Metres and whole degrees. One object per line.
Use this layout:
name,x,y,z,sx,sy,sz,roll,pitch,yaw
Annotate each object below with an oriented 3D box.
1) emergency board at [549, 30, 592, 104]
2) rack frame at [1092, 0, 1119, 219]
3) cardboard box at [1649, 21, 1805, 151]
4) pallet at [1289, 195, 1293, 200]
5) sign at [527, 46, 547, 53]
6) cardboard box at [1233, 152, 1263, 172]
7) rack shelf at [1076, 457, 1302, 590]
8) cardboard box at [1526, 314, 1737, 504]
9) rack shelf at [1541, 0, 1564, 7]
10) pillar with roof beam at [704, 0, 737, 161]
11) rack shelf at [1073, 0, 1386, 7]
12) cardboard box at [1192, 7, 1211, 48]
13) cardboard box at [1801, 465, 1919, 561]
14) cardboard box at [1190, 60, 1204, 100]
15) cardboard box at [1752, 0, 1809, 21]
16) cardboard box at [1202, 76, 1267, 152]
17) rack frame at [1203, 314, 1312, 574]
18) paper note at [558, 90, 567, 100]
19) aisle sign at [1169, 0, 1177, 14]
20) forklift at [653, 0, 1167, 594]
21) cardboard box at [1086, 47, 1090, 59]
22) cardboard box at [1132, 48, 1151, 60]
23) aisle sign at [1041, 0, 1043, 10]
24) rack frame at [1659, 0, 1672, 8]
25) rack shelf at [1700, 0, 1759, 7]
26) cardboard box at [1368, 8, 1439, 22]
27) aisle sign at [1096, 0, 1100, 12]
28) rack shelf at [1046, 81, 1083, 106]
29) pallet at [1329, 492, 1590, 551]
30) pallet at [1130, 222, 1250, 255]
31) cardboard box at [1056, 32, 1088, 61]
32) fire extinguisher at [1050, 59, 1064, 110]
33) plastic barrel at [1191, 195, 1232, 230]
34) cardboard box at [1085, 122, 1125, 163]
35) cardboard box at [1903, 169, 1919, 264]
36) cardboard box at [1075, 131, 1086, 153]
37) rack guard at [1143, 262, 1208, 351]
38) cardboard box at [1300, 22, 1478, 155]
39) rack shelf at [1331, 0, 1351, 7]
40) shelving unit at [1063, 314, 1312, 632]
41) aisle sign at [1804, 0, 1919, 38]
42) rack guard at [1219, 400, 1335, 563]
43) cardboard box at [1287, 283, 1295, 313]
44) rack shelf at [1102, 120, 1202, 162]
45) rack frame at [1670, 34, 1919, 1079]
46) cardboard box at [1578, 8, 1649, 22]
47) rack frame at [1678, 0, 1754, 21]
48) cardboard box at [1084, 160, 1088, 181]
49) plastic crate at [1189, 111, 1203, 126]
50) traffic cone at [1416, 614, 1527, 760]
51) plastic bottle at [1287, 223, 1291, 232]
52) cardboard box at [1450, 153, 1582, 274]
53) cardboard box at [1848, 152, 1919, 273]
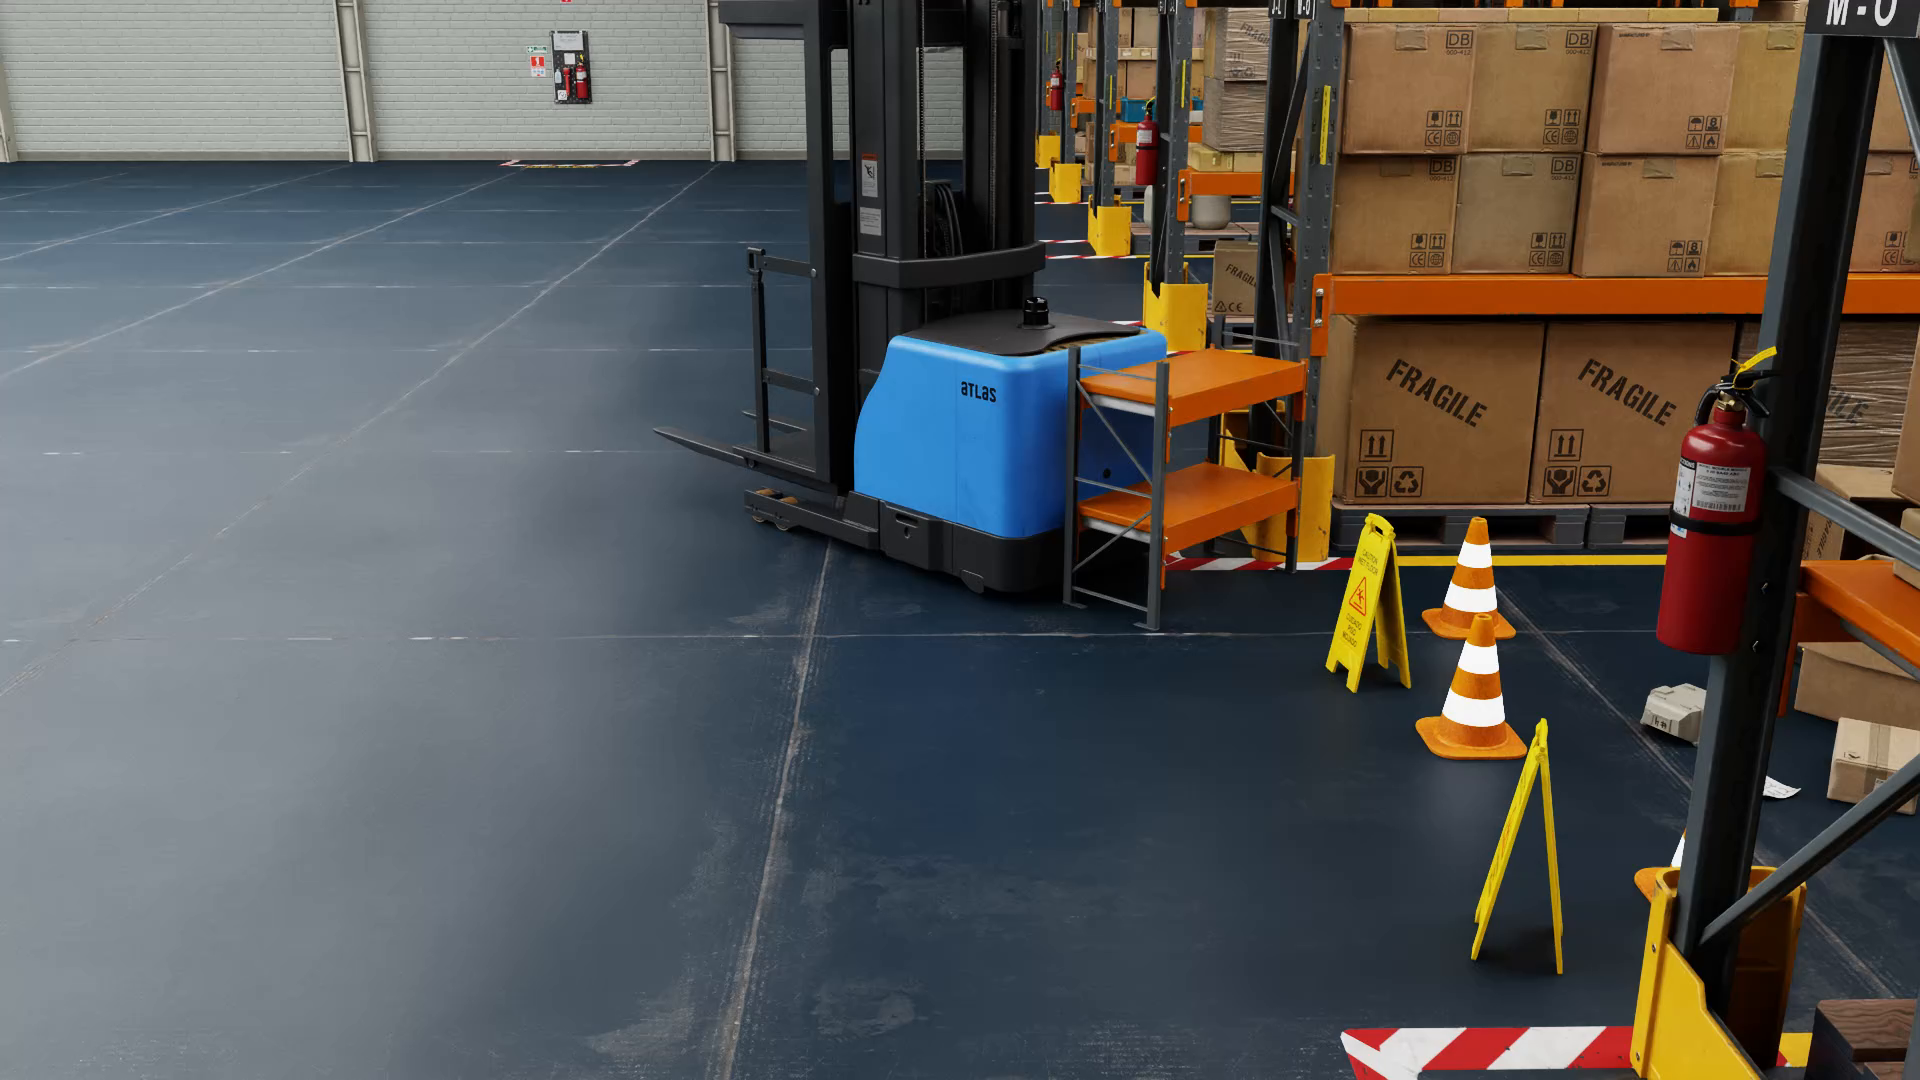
emergency board,-6.431,-7.796,27.438,0.643,1.169,0.194,0,18,-1
rack frame,1.510,-4.531,17.263,0.127,3.000,1.000,0,18,-1
cardboard box,3.576,-2.113,7.711,0.500,0.550,0.875,0,18,-1
pallet,4.640,-4.745,22.493,1.213,0.211,1.003,0,18,-1
sign,-6.980,-8.091,27.433,0.331,0.109,0.001,0,18,-1
cardboard box,2.128,-2.823,12.348,0.250,0.149,0.380,0,18,-1
rack shelf,0.990,-0.092,7.293,0.538,0.278,1.000,17,24,42
cardboard box,3.123,-0.720,8.172,0.875,0.875,0.875,-1,18,-2
rack shelf,11.353,-8.691,26.497,4.000,0.370,1.077,0,18,-1
pillar with roof beam,-3.891,-9.338,22.424,0.400,9.000,9.100,0,18,-1
rack shelf,3.436,-7.140,21.661,4.000,0.370,1.077,0,18,-1
cardboard box,2.986,-6.715,21.783,0.500,0.500,0.700,0,18,-1
cardboard box,4.029,-0.013,7.265,0.500,0.500,0.500,3,18,9
cardboard box,2.924,-6.095,21.973,0.500,0.500,0.700,0,18,0
cardboard box,6.385,-3.485,12.330,1.000,1.000,1.000,0,18,0
cardboard box,2.139,-3.202,12.469,0.500,0.500,0.875,0,18,-1
rack frame,1.344,-0.436,7.566,0.500,1.125,0.032,17,24,42
paper note,-6.609,-7.396,27.636,0.142,0.148,0.016,0,18,-1
aisle sign,1.531,-4.165,11.864,0.004,0.787,0.394,0,18,-1
forklift,-0.430,-1.535,8.034,1.130,2.935,3.031,-16,24,-41
cardboard box,1.815,-6.461,22.052,0.250,0.149,0.380,-1,18,-2
cardboard box,2.345,-6.340,21.674,0.250,0.149,0.380,0,18,-1
aisle sign,1.287,-8.703,26.011,0.004,0.787,0.394,0,18,-1
rack frame,9.435,-6.083,22.099,0.127,3.000,1.000,0,18,-1
rack shelf,7.588,-4.133,12.289,4.000,0.370,1.077,0,18,-1
cardboard box,3.143,-3.607,12.092,0.500,0.500,0.500,0,18,-1
aisle sign,1.434,-5.860,17.147,0.004,0.787,0.394,0,18,-1
rack shelf,3.354,-7.224,26.835,4.000,0.370,1.077,0,18,-1
pallet,2.364,-0.203,8.336,1.213,0.211,1.003,0,18,-1
pallet,2.398,-3.221,17.742,1.213,0.211,1.003,0,18,-1
cardboard box,1.822,-7.920,26.810,0.500,0.500,0.500,0,18,-1
fire extinguisher,1.310,-6.149,22.431,0.183,0.674,0.296,0,18,-1
plastic barrel,2.668,-3.576,17.669,0.421,0.512,0.421,0,18,0
cardboard box,1.967,-5.386,22.512,0.500,0.500,0.500,0,18,-1
cardboard box,2.252,-0.727,3.114,0.500,0.500,0.700,-1,18,-2
cardboard box,2.047,-6.462,26.963,0.500,0.311,0.500,-2,18,-7
rack guard,1.665,-1.829,12.930,0.348,0.500,1.175,0,18,-1
cardboard box,1.937,-2.079,7.604,0.550,0.550,0.875,0,18,-1
rack shelf,3.566,-2.599,7.505,4.000,0.370,1.077,0,18,-1
shelving unit,0.990,-0.325,7.218,0.538,1.125,1.048,17,24,42
aisle sign,1.678,-1.318,2.990,0.004,0.787,0.394,0,18,-1
rack guard,1.542,-0.313,8.205,0.348,0.500,1.175,0,18,-1
cardboard box,2.810,-2.040,12.900,0.500,0.500,0.500,4,18,14
rack shelf,3.510,-4.199,17.403,4.000,0.370,1.077,0,18,-1
rack frame,1.745,0.008,3.112,0.127,3.000,1.000,0,18,-1
cardboard box,4.643,-3.614,12.116,0.500,0.500,0.500,0,18,-1
rack frame,5.588,-3.038,12.607,0.127,3.000,1.000,0,18,-1
cardboard box,1.967,-5.028,22.624,0.500,0.250,0.500,0,18,-1
plastic crate,2.410,-4.312,17.010,0.250,0.136,0.298,0,18,-1
traffic cone,1.797,0.483,5.786,0.334,0.463,0.336,0,18,-1
plastic bottle,3.432,-3.323,17.355,0.097,0.201,0.097,0,18,0
cardboard box,2.486,-1.600,7.878,0.550,0.550,0.875,0,18,-1
cardboard box,4.105,-1.612,7.918,0.550,0.550,0.875,0,18,-1
